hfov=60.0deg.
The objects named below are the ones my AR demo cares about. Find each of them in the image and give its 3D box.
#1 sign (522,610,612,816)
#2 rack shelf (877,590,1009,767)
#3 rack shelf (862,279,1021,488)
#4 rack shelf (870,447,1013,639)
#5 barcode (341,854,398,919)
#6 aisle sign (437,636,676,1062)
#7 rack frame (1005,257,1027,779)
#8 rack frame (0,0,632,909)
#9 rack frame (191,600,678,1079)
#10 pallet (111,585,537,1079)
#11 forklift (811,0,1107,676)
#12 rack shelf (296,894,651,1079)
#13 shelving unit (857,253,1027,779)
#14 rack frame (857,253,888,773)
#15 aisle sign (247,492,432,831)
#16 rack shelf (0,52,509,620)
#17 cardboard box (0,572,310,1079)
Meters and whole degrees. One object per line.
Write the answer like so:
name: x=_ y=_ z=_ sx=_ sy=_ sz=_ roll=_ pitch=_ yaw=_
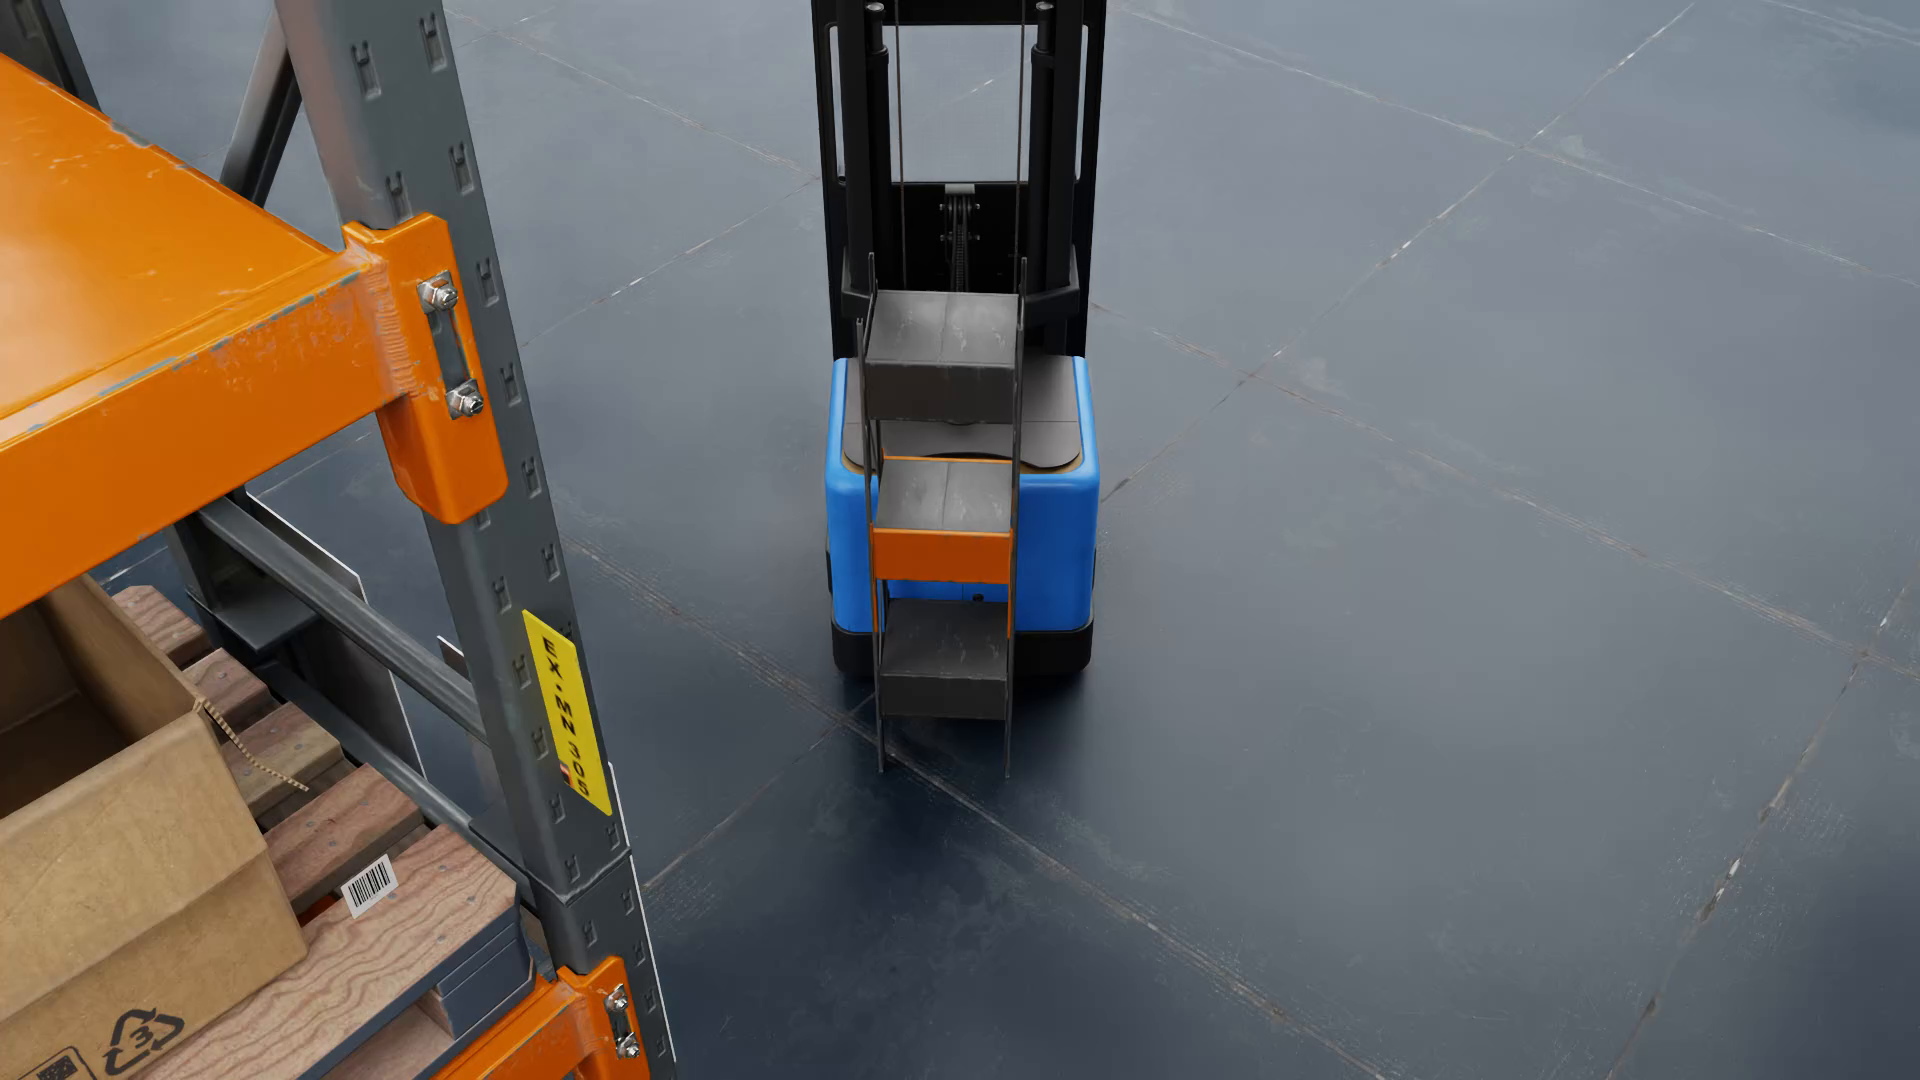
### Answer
sign: x=-0.502 y=0.225 z=2.126 sx=0.100 sy=0.325 sz=0.005 roll=29 pitch=50 yaw=28
rack shelf: x=-0.050 y=0.529 z=6.351 sx=0.480 sy=0.518 sz=0.431 roll=2 pitch=42 yaw=2
rack shelf: x=-0.050 y=-0.507 z=5.409 sx=0.480 sy=0.518 sz=0.431 roll=2 pitch=42 yaw=2
rack shelf: x=-0.050 y=0.011 z=5.880 sx=0.480 sy=0.518 sz=0.431 roll=2 pitch=42 yaw=2
barcode: x=-0.733 y=0.431 z=2.068 sx=0.001 sy=0.075 sz=0.075 roll=29 pitch=50 yaw=28
aisle sign: x=-0.641 y=0.523 z=2.695 sx=0.394 sy=0.787 sz=0.004 roll=29 pitch=50 yaw=28
rack frame: x=0.193 y=0.010 z=5.860 sx=0.015 sy=2.100 sz=0.400 roll=2 pitch=42 yaw=2
rack frame: x=-0.908 y=-0.828 z=1.654 sx=1.000 sy=3.000 sz=0.127 roll=29 pitch=50 yaw=28
rack frame: x=-0.908 y=1.391 z=3.673 sx=1.000 sy=3.000 sz=0.127 roll=29 pitch=50 yaw=28
pallet: x=-1.383 y=0.667 z=2.305 sx=1.003 sy=0.211 sz=1.213 roll=29 pitch=50 yaw=28
forklift: x=-0.008 y=-1.503 z=6.907 sx=1.130 sy=2.935 sz=3.031 roll=0 pitch=42 yaw=-1
rack shelf: x=-2.196 y=1.577 z=1.773 sx=1.077 sy=0.370 sz=4.000 roll=29 pitch=50 yaw=28
shelving unit: x=-0.050 y=0.001 z=5.871 sx=0.503 sy=2.100 sz=0.431 roll=2 pitch=42 yaw=2
rack frame: x=-0.294 y=-0.009 z=5.881 sx=0.015 sy=2.100 sz=0.400 roll=2 pitch=42 yaw=2
aisle sign: x=-1.101 y=0.263 z=2.981 sx=0.394 sy=0.787 sz=0.004 roll=29 pitch=50 yaw=28
rack shelf: x=-2.196 y=0.616 z=0.898 sx=1.077 sy=0.370 sz=4.000 roll=29 pitch=50 yaw=28
cardboard box: x=-1.281 y=0.330 z=2.117 sx=0.797 sy=0.503 sz=0.637 roll=33 pitch=52 yaw=31
